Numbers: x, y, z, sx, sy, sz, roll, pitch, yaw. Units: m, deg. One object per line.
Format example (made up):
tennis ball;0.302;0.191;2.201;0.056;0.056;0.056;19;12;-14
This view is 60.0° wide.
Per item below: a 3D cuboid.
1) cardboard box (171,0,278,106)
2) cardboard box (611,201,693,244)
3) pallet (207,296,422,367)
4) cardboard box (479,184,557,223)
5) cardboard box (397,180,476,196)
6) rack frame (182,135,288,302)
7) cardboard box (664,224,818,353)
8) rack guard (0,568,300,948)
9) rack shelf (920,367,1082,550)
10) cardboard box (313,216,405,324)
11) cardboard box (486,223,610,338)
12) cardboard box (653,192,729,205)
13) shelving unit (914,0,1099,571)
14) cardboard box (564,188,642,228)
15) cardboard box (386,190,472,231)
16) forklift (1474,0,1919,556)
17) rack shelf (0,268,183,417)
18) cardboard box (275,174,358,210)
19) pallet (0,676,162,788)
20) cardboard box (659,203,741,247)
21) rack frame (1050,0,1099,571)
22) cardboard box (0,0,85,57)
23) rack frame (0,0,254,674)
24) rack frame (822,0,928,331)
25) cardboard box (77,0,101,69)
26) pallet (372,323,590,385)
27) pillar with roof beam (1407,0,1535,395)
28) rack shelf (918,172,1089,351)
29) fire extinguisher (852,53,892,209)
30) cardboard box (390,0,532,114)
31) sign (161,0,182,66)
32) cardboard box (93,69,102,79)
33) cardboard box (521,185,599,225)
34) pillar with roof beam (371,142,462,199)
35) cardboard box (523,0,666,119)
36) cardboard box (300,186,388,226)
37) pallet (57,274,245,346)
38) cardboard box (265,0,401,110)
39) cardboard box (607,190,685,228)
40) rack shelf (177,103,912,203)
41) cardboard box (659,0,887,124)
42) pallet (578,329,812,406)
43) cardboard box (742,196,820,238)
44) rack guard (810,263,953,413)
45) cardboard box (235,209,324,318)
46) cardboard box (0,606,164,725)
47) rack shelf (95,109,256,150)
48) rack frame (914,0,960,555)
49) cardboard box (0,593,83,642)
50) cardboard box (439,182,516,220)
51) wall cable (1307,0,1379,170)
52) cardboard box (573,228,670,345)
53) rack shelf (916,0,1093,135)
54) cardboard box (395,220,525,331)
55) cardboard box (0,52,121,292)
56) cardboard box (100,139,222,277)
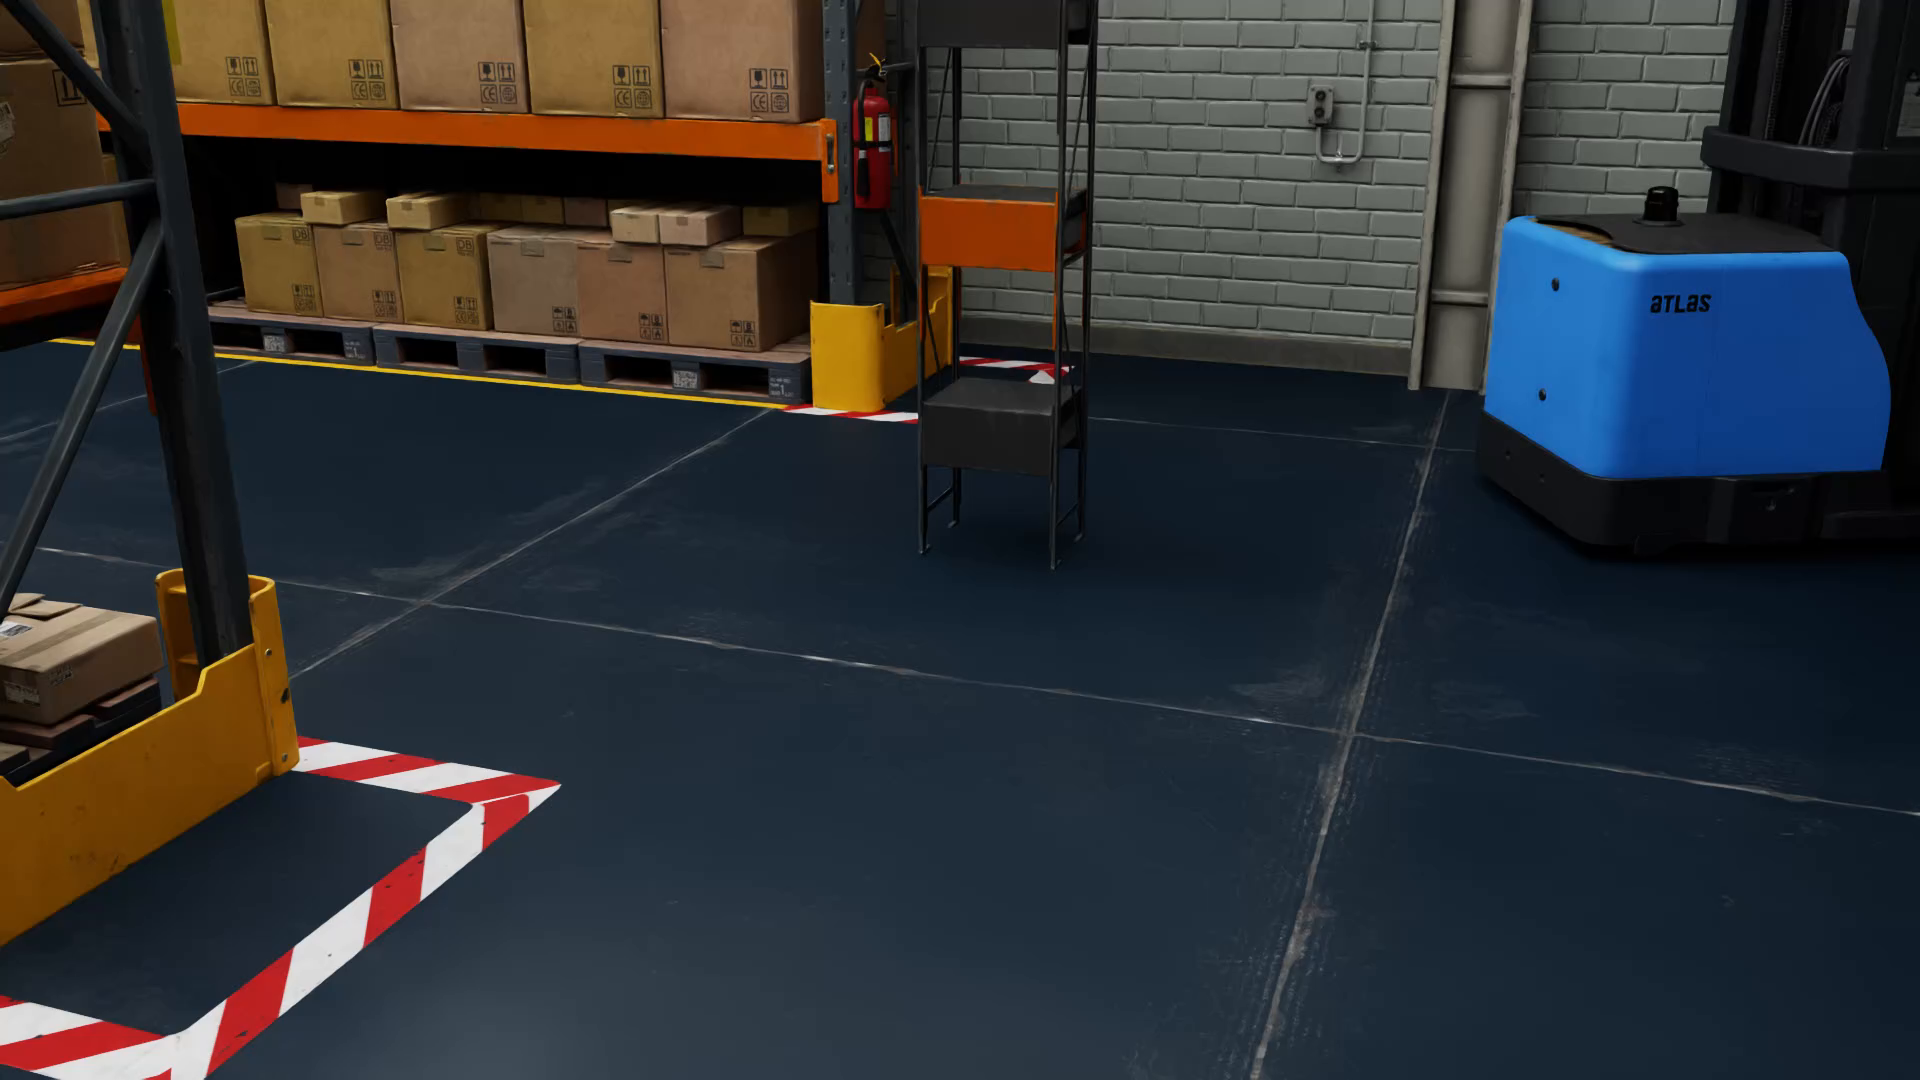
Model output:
cardboard box;-3.659;-2.720;8.866;0.700;0.700;0.980;7;20;19
cardboard box;-1.504;-1.563;8.178;0.250;0.149;0.380;7;20;20
pallet;-3.473;-1.219;9.252;1.213;0.211;1.003;7;20;18
cardboard box;-2.335;-1.791;8.832;0.250;0.149;0.380;6;20;17
cardboard box;-2.817;-1.846;8.990;0.250;0.149;0.380;6;20;16
rack frame;-4.166;-2.642;9.098;0.127;3.000;1.000;7;20;18
cardboard box;-1.081;-1.272;8.329;0.500;0.500;0.700;7;20;18
rack guard;-2.081;0.503;3.874;0.348;0.500;1.175;7;20;18
rack shelf;0.156;-0.300;5.914;0.480;0.518;0.431;7;20;18
cardboard box;-3.020;-1.492;8.959;0.500;0.500;0.700;6;20;18
cardboard box;-2.029;-1.381;8.639;0.500;0.500;0.700;6;20;16
cardboard box;-1.377;-1.682;8.518;0.250;0.149;0.380;7;20;18
shelving unit;0.156;-0.974;5.679;0.503;2.100;0.431;7;20;18
cardboard box;-1.853;-1.736;8.674;0.250;0.149;0.380;7;20;19
cardboard box;-2.736;-1.704;8.580;0.250;0.149;0.380;6;20;17
forklift;3.623;-1.519;5.980;3.031;2.935;1.130;-2;19;-6
rack shelf;-3.899;-0.546;4.177;4.000;0.370;1.077;7;20;18
cardboard box;-3.565;-1.931;9.233;0.250;0.149;0.380;6;20;18
pallet;-2.835;0.554;4.168;1.213;0.211;1.003;7;20;18
cardboard box;-1.263;-1.536;8.099;0.250;0.149;0.380;6;20;17
rack frame;0.387;-0.947;5.604;0.015;2.100;0.400;7;20;18
cardboard box;-2.342;-1.319;3.631;0.500;0.500;0.500;7;20;20
rack frame;-2.010;-0.669;3.439;0.127;3.000;1.000;7;20;18
rack frame;-0.387;-2.210;7.859;0.127;3.000;1.000;7;20;18
cardboard box;-4.685;-2.811;8.948;0.500;0.500;0.500;6;20;17
pallet;-2.317;-1.088;8.876;1.213;0.211;1.003;7;20;18
pillar with roof beam;1.034;-3.682;2.966;0.400;9.000;9.100;7;20;18
rack shelf;0.156;-0.961;5.684;0.480;0.518;0.431;7;20;18
fire extinguisher;-0.396;-1.838;7.475;0.183;0.674;0.296;7;20;18
cardboard box;-2.281;-2.564;8.419;0.700;0.700;0.980;6;20;15
sign;-1.832;-1.247;3.781;0.005;0.325;0.100;7;20;18
cardboard box;-4.578;-2.481;8.989;0.250;0.149;0.380;7;20;19
cardboard box;-2.096;-1.764;8.753;0.250;0.149;0.380;7;20;19
pillar with roof beam;-4.634;-4.330;4.826;0.400;9.000;9.100;7;20;18
cardboard box;-1.563;-2.479;8.174;0.700;0.700;0.980;6;20;18
cardboard box;-3.230;-1.760;8.742;0.250;0.149;0.380;7;20;20
pallet;-4.920;-1.385;9.729;1.213;0.211;1.003;7;20;18
cardboard box;-2.971;-2.639;8.635;0.700;0.700;0.980;6;20;17
cardboard box;-1.613;-1.709;8.596;0.250;0.149;0.380;7;20;19
rack shelf;-2.277;-2.086;8.597;4.000;0.370;1.077;7;20;18
cardboard box;-0.872;-2.404;7.959;0.700;0.700;0.980;7;21;21
pallet;-1.168;-0.955;8.496;1.213;0.211;1.003;7;20;18
cardboard box;-0.898;-1.627;8.362;0.250;0.149;0.380;7;20;18
rack guard;-0.365;-1.027;8.263;0.348;0.500;1.175;7;20;18
cardboard box;-3.493;-1.547;9.118;0.500;0.500;0.700;7;20;19
cardboard box;-2.292;0.317;4.272;0.250;0.149;0.380;7;20;18
rack shelf;-6.055;-2.518;9.837;4.000;0.370;1.077;7;20;18
rack frame;-0.074;-1.000;5.755;0.015;2.100;0.400;7;20;18
cardboard box;-2.528;0.282;4.347;0.250;0.166;0.380;7;20;18
cardboard box;-2.579;-1.819;8.911;0.250;0.149;0.380;7;20;19
wall cable;1.133;-2.845;8.139;1.851;1.984;0.084;7;20;18
cardboard box;-1.554;-1.326;8.484;0.500;0.500;0.700;6;20;18
rack shelf;0.156;-1.622;5.453;0.480;0.518;0.431;7;20;18
cardboard box;-2.536;-1.436;8.798;0.500;0.500;0.700;7;20;19
cardboard box;-2.342;-0.846;3.795;0.500;0.500;0.500;7;20;19
cardboard box;-4.823;-1.855;9.469;0.750;0.750;0.750;7;20;19
